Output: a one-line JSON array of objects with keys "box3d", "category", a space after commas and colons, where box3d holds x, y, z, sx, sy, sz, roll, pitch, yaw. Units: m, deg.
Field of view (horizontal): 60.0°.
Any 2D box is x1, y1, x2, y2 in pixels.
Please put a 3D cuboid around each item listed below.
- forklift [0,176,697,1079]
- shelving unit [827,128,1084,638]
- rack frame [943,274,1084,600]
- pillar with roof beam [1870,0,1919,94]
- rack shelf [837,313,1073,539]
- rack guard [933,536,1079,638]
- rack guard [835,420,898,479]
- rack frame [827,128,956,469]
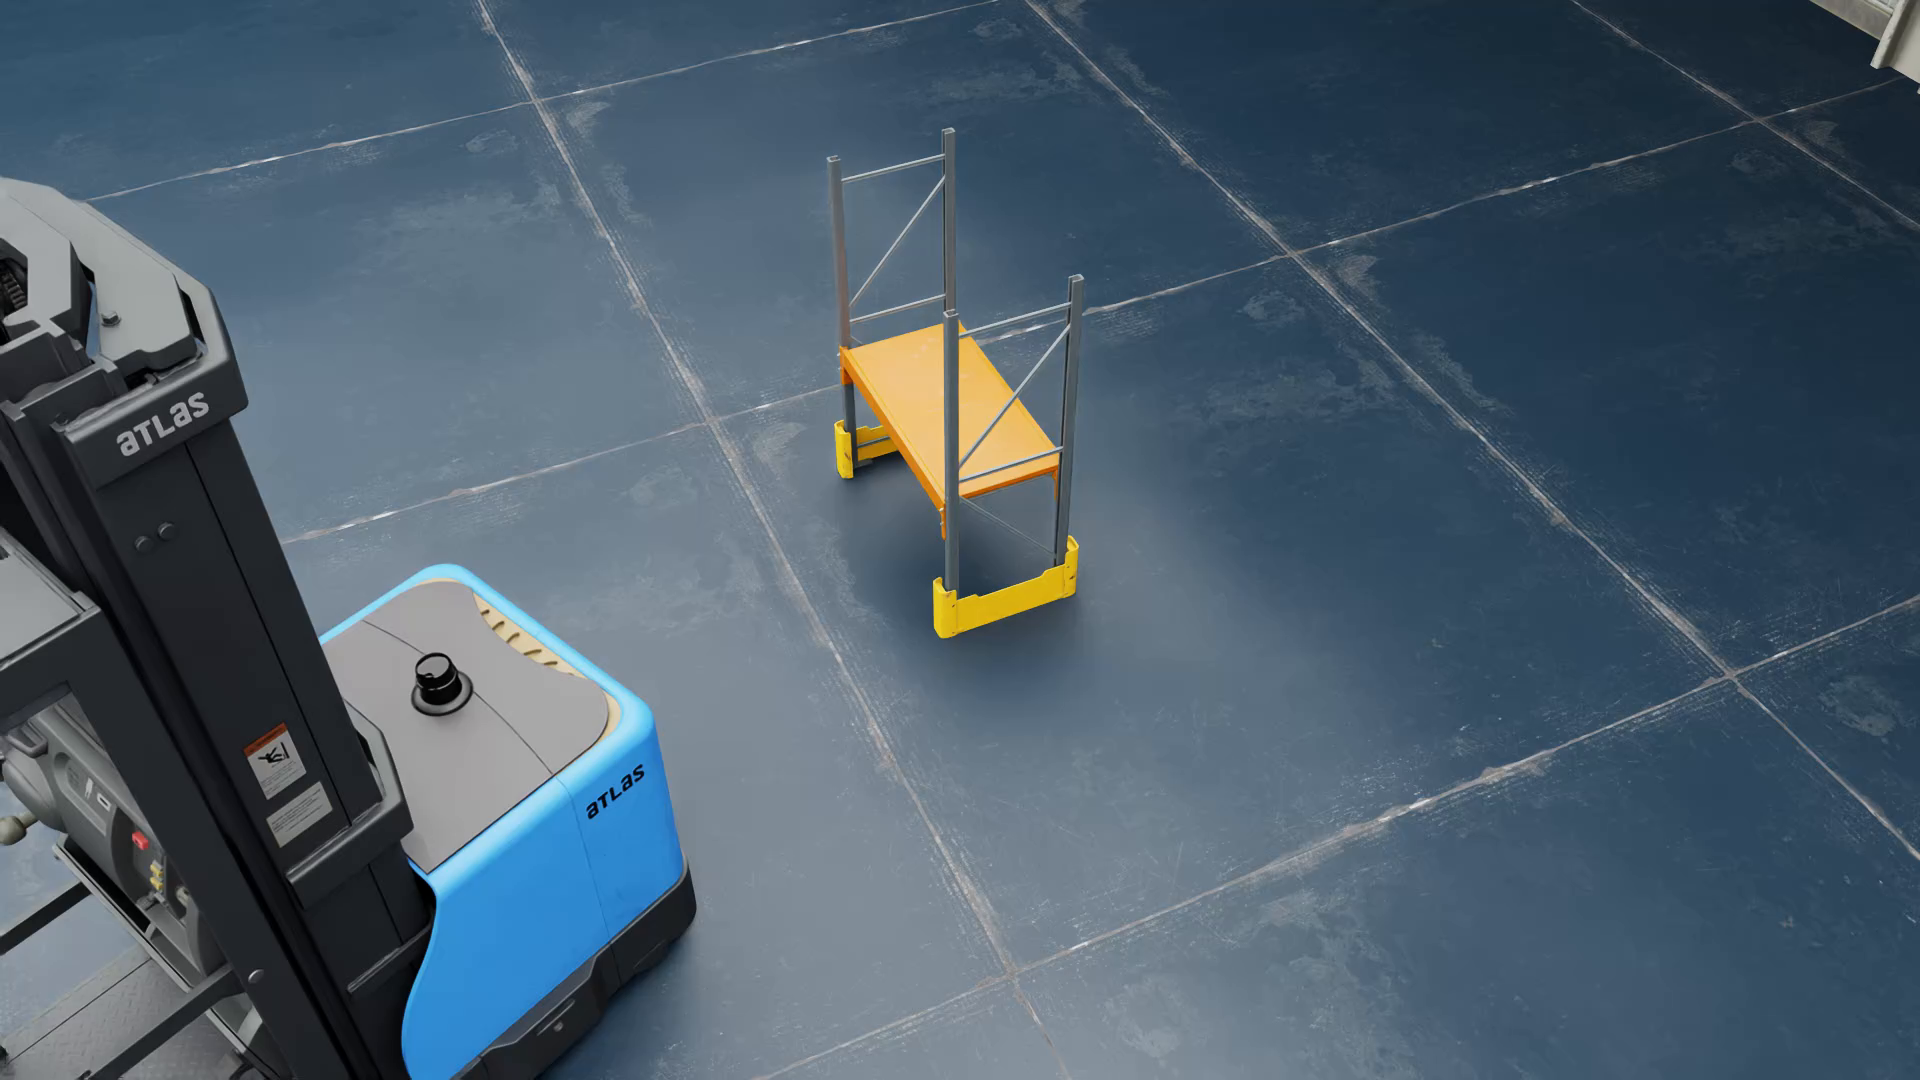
[{"box3d": [-2.200, 0.775, 3.878, 1.130, 2.935, 3.031, 31, 52, 28], "category": "forklift"}, {"box3d": [-0.032, -0.582, 6.272, 0.587, 1.500, 1.083, -18, 47, -17], "category": "shelving unit"}, {"box3d": [0.178, -0.264, 5.950, 0.500, 1.500, 0.032, -18, 47, -17], "category": "rack frame"}, {"box3d": [1.516, -4.570, 4.975, 9.100, 9.000, 0.400, -18, 47, -17], "category": "pillar with roof beam"}, {"box3d": [-0.036, -0.460, 6.405, 0.538, 0.185, 1.000, -18, 47, -17], "category": "rack shelf"}, {"box3d": [0.177, 0.180, 6.390, 0.587, 0.250, 0.087, -18, 47, -17], "category": "rack guard"}, {"box3d": [-0.241, -0.455, 7.033, 0.587, 0.250, 0.087, -18, 47, -17], "category": "rack guard"}, {"box3d": [-0.250, -0.912, 6.607, 0.500, 1.500, 0.032, -18, 47, -17], "category": "rack frame"}]
